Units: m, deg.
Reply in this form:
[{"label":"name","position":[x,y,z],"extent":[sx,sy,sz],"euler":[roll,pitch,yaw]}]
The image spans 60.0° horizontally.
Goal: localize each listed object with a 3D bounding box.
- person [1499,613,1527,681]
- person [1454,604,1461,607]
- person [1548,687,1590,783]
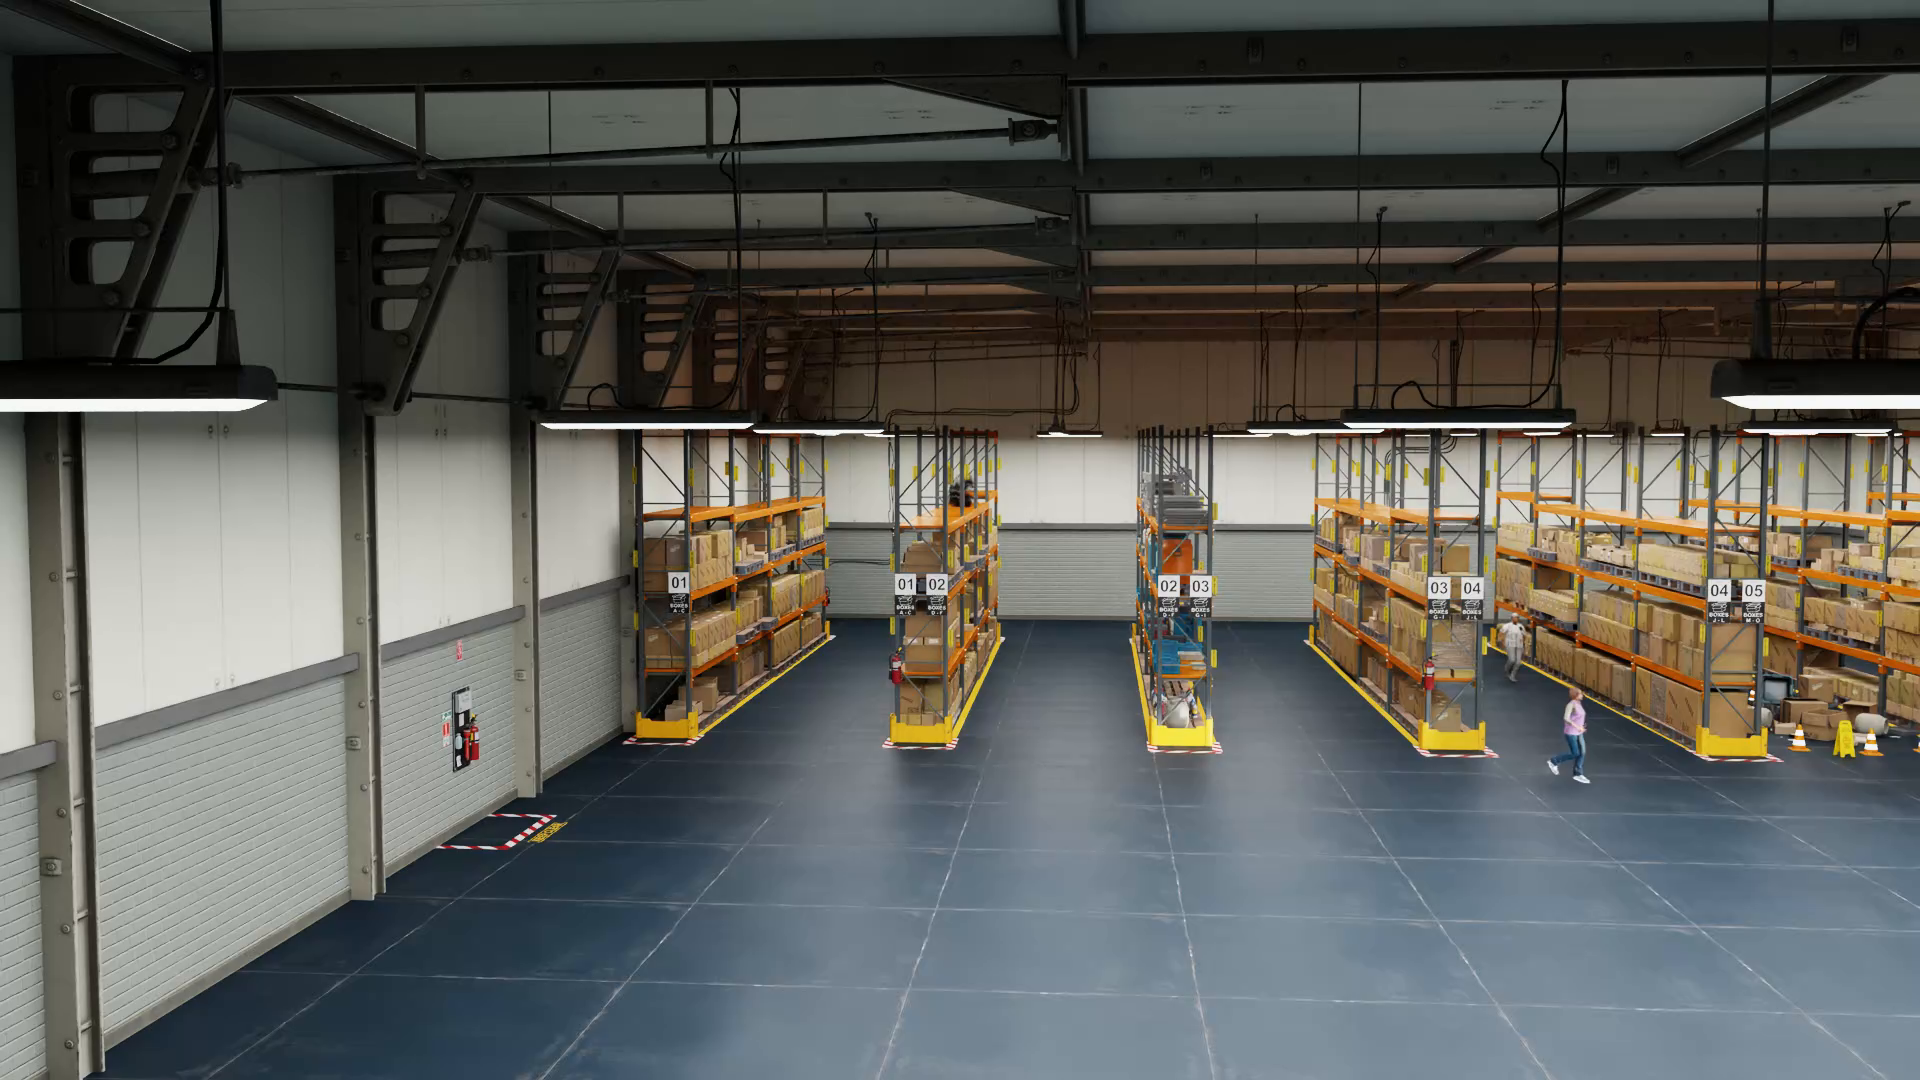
[{"label":"person","position":[13.121,2.539,39.346],"extent":[0.593,1.626,0.574],"euler":[0,3,0]},{"label":"person","position":[13.866,2.057,46.724],"extent":[0.561,1.727,0.788],"euler":[-2,4,-26]},{"label":"person","position":[10.272,3.260,27.964],"extent":[0.680,1.595,0.567],"euler":[3,5,40]}]
